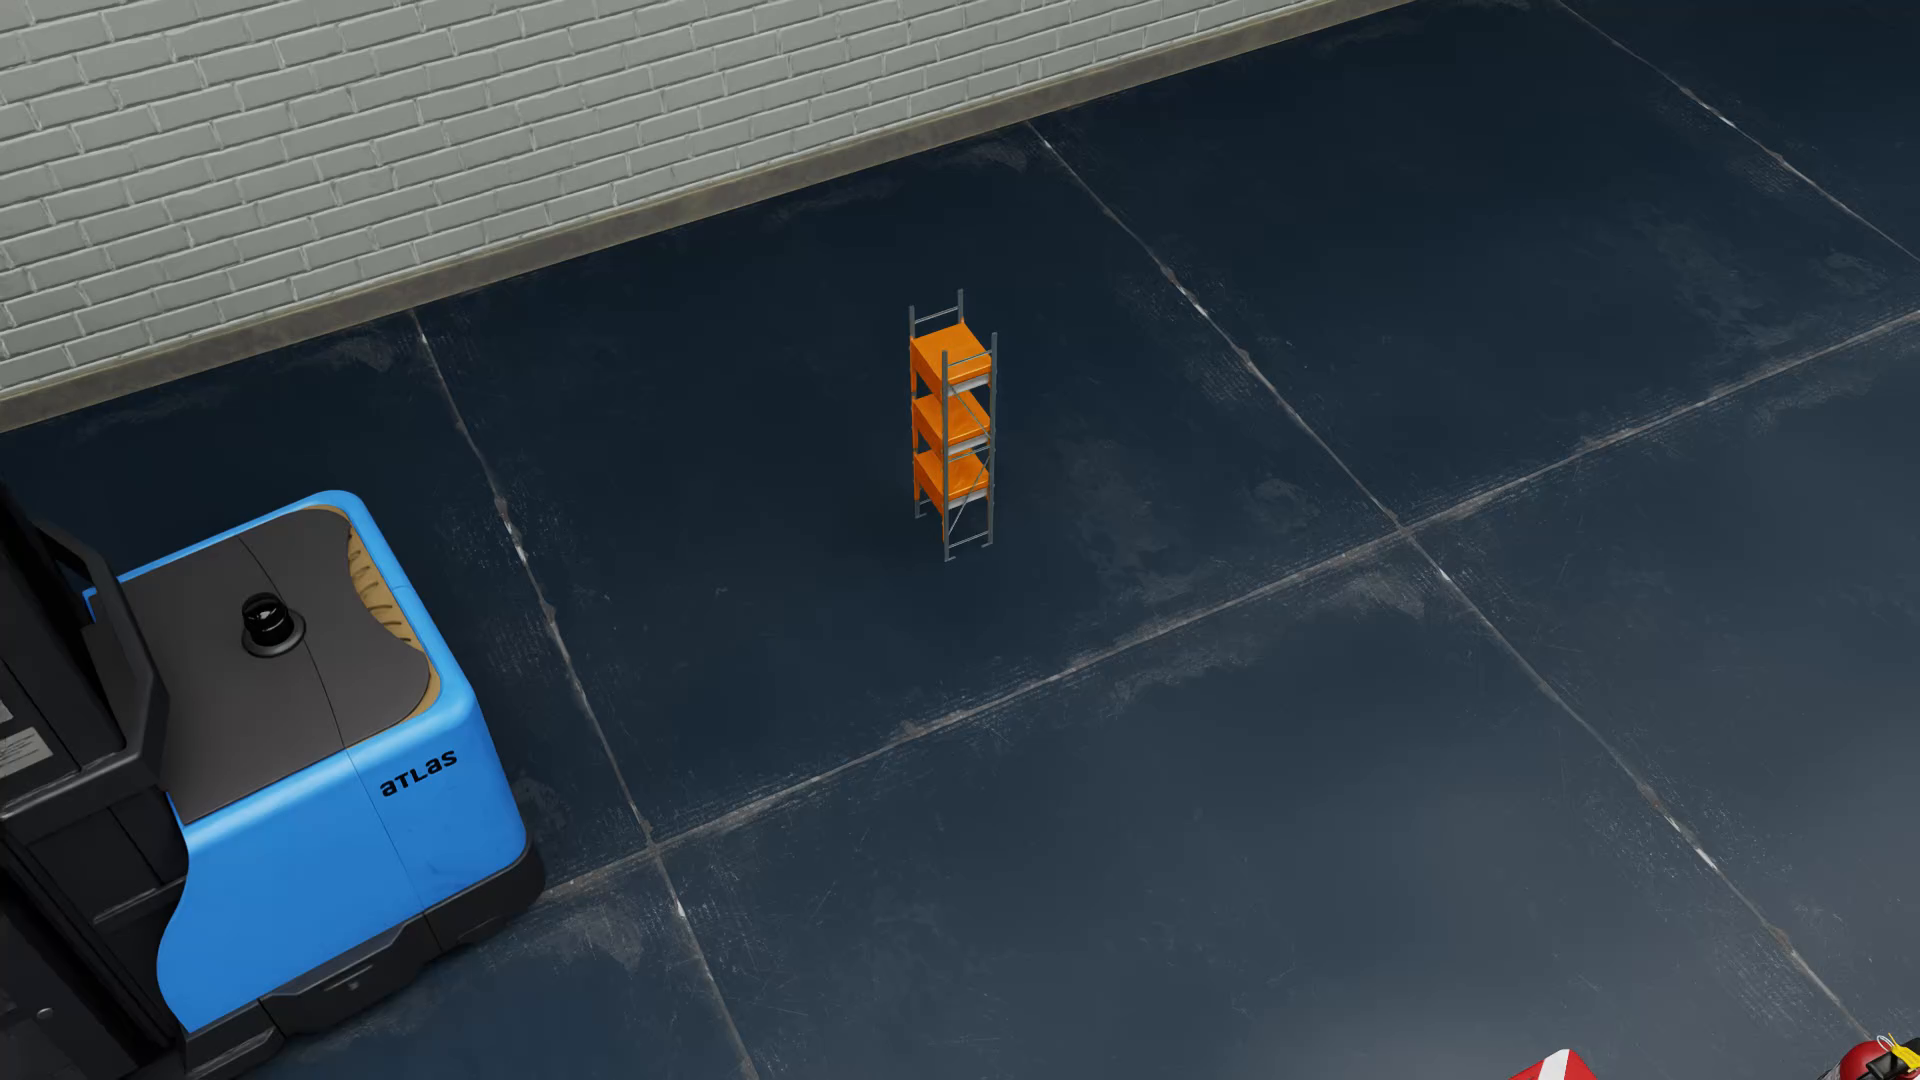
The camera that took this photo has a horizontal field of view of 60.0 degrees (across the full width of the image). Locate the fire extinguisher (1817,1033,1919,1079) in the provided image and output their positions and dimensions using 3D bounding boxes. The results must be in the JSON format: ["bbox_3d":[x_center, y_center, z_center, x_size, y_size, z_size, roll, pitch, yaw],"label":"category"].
[{"bbox_3d":[1.917,1.187,3.518,0.296,0.674,0.183,-21,52,-18],"label":"fire extinguisher"}]

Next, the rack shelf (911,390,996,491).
[{"bbox_3d":[-0.024,-0.374,5.894,0.215,0.259,0.240,-21,52,-18],"label":"rack shelf"}]

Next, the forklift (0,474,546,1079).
[{"bbox_3d":[-2.808,0.486,3.878,3.031,2.935,1.130,-27,54,-21],"label":"forklift"}]

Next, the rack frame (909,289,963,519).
[{"bbox_3d":[-0.080,-0.463,5.958,0.200,1.050,0.008,-21,52,-18],"label":"rack frame"}]

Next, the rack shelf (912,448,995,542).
[{"bbox_3d":[-0.024,-0.192,6.103,0.215,0.259,0.240,-21,52,-18],"label":"rack shelf"}]

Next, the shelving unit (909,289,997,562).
[{"bbox_3d":[-0.024,-0.381,5.886,0.215,1.050,0.252,-21,52,-18],"label":"shelving unit"}]

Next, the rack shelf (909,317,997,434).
[{"bbox_3d":[-0.024,-0.561,5.681,0.215,0.259,0.240,-21,52,-18],"label":"rack shelf"}]

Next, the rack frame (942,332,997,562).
[{"bbox_3d":[0.031,-0.300,5.815,0.200,1.050,0.008,-21,52,-18],"label":"rack frame"}]
